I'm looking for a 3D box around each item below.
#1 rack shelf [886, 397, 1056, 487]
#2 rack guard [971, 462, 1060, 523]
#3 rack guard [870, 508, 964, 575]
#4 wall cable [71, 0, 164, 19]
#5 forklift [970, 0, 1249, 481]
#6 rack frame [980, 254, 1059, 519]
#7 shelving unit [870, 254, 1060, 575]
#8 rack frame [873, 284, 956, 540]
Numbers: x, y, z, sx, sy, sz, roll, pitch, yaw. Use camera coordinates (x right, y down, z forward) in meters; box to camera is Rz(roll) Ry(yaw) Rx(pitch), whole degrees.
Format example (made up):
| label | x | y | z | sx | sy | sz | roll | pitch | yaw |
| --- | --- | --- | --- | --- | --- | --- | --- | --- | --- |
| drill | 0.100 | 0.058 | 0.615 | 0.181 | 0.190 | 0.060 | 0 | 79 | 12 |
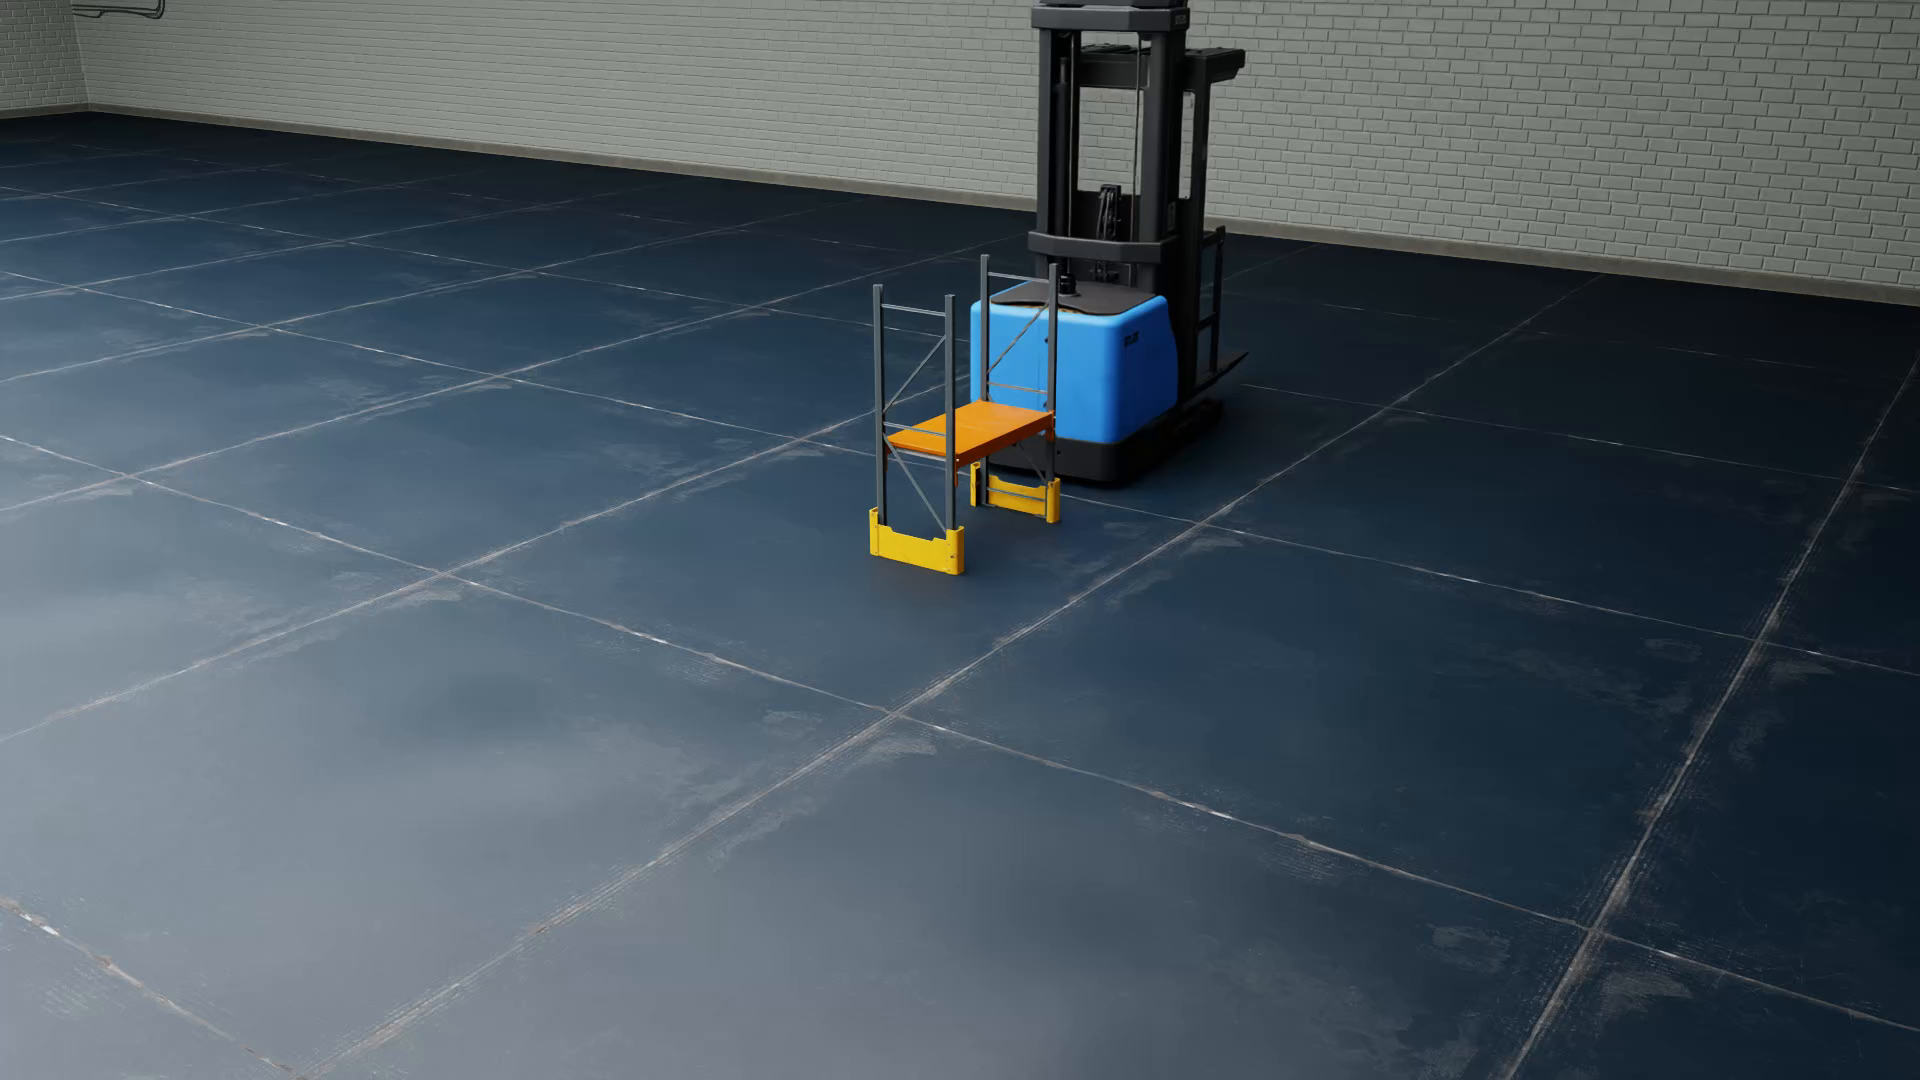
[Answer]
| label | x | y | z | sx | sy | sz | roll | pitch | yaw |
| --- | --- | --- | --- | --- | --- | --- | --- | --- | --- |
| rack shelf | 0.048 | -0.559 | 9.270 | 0.538 | 0.185 | 1.000 | 13 | 24 | 32 |
| rack guard | 0.323 | -0.282 | 9.804 | 0.587 | 0.250 | 0.087 | 13 | 24 | 32 |
| rack guard | -0.237 | 0.004 | 9.031 | 0.587 | 0.250 | 0.087 | 13 | 24 | 32 |
| wall cable | -15.077 | -10.496 | 29.281 | 3.097 | 2.526 | 0.112 | 13 | 24 | 32 |
| forklift | 1.191 | -2.201 | 11.128 | 1.130 | 2.935 | 3.031 | 11 | 23 | 26 |
| rack frame | 0.334 | -0.874 | 9.602 | 0.500 | 1.500 | 0.032 | 13 | 24 | 32 |
| shelving unit | 0.043 | -0.725 | 9.201 | 0.587 | 1.500 | 1.083 | 13 | 24 | 32 |
| rack frame | -0.238 | -0.582 | 8.814 | 0.500 | 1.500 | 0.032 | 13 | 24 | 32 |
